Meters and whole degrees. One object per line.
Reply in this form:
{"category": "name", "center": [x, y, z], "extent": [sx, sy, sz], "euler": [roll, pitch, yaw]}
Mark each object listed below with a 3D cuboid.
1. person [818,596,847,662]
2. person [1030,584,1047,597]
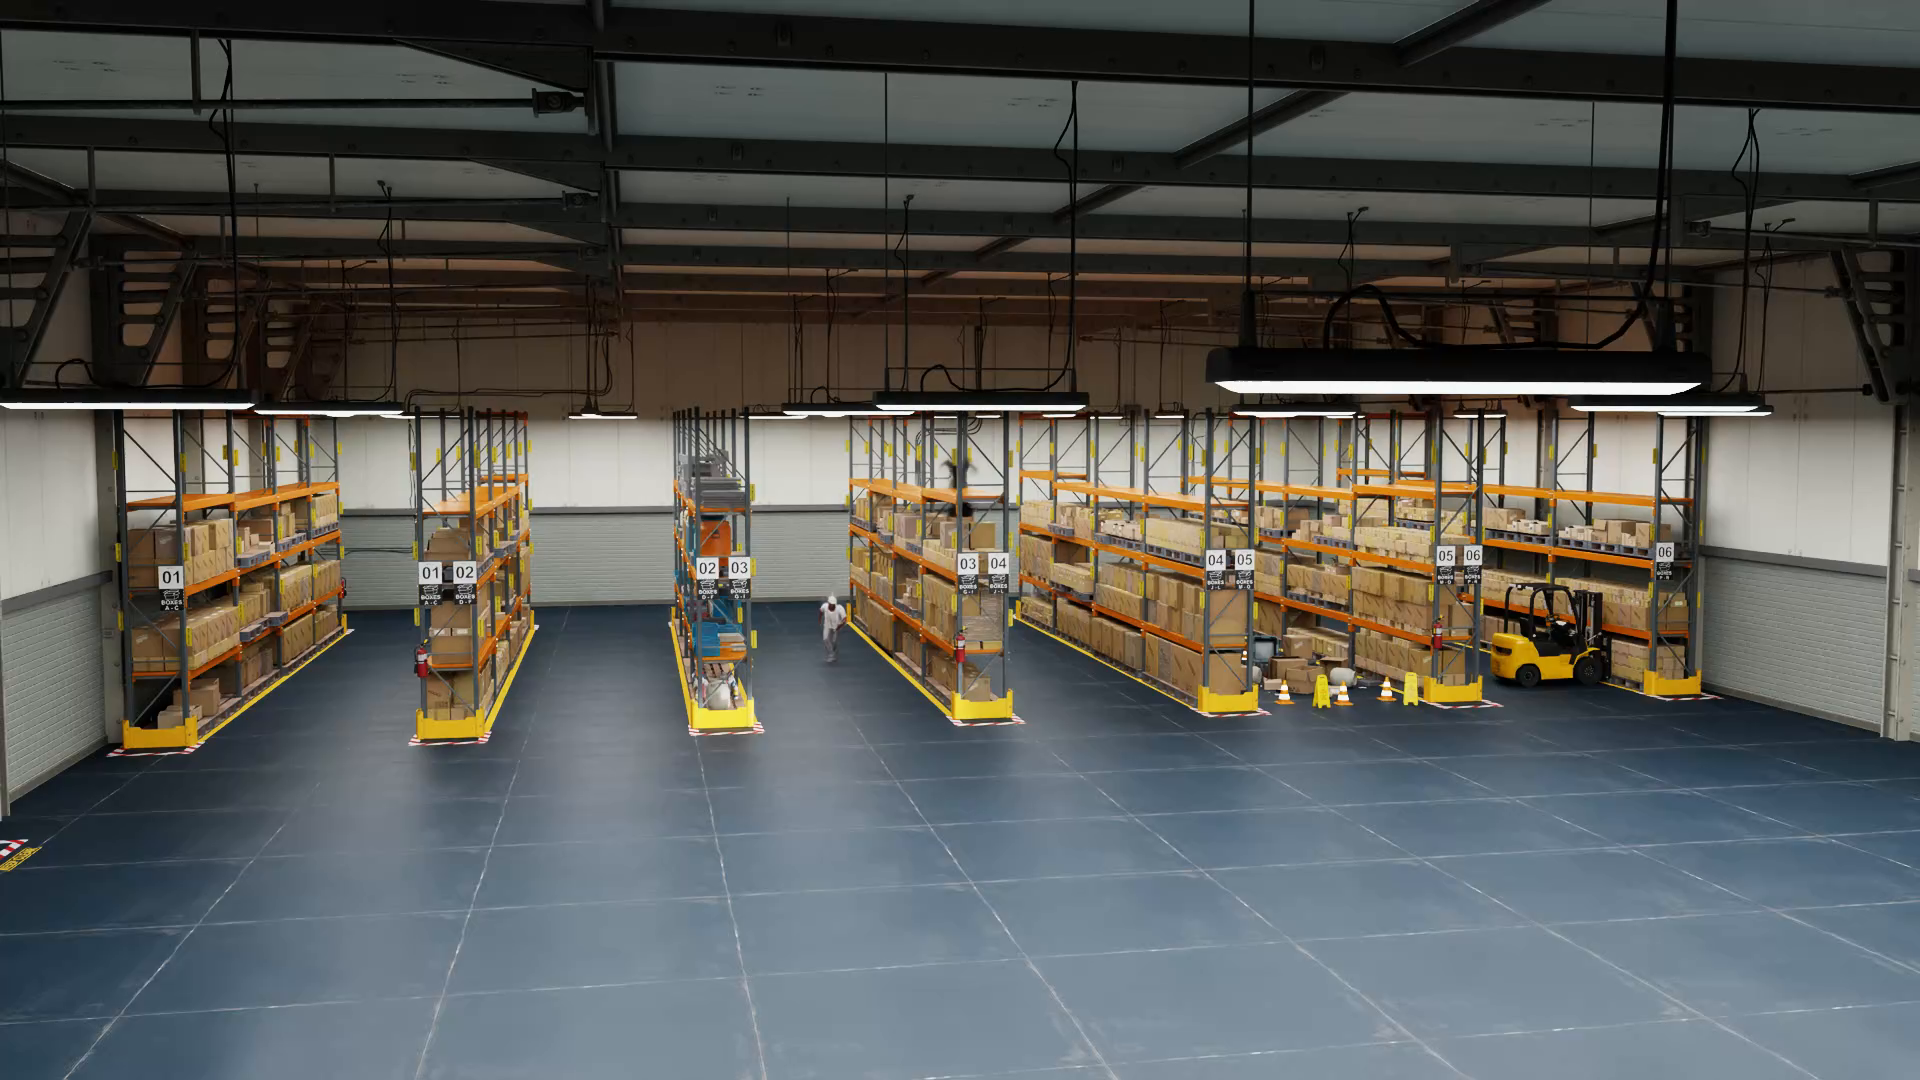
{"category": "person", "center": [-3.031, 2.081, 39.692], "extent": [0.720, 1.586, 1.114], "euler": [0, 4, 3]}
{"category": "person", "center": [2.370, 1.237, 51.021], "extent": [0.582, 1.677, 0.903], "euler": [3, 5, 40]}
